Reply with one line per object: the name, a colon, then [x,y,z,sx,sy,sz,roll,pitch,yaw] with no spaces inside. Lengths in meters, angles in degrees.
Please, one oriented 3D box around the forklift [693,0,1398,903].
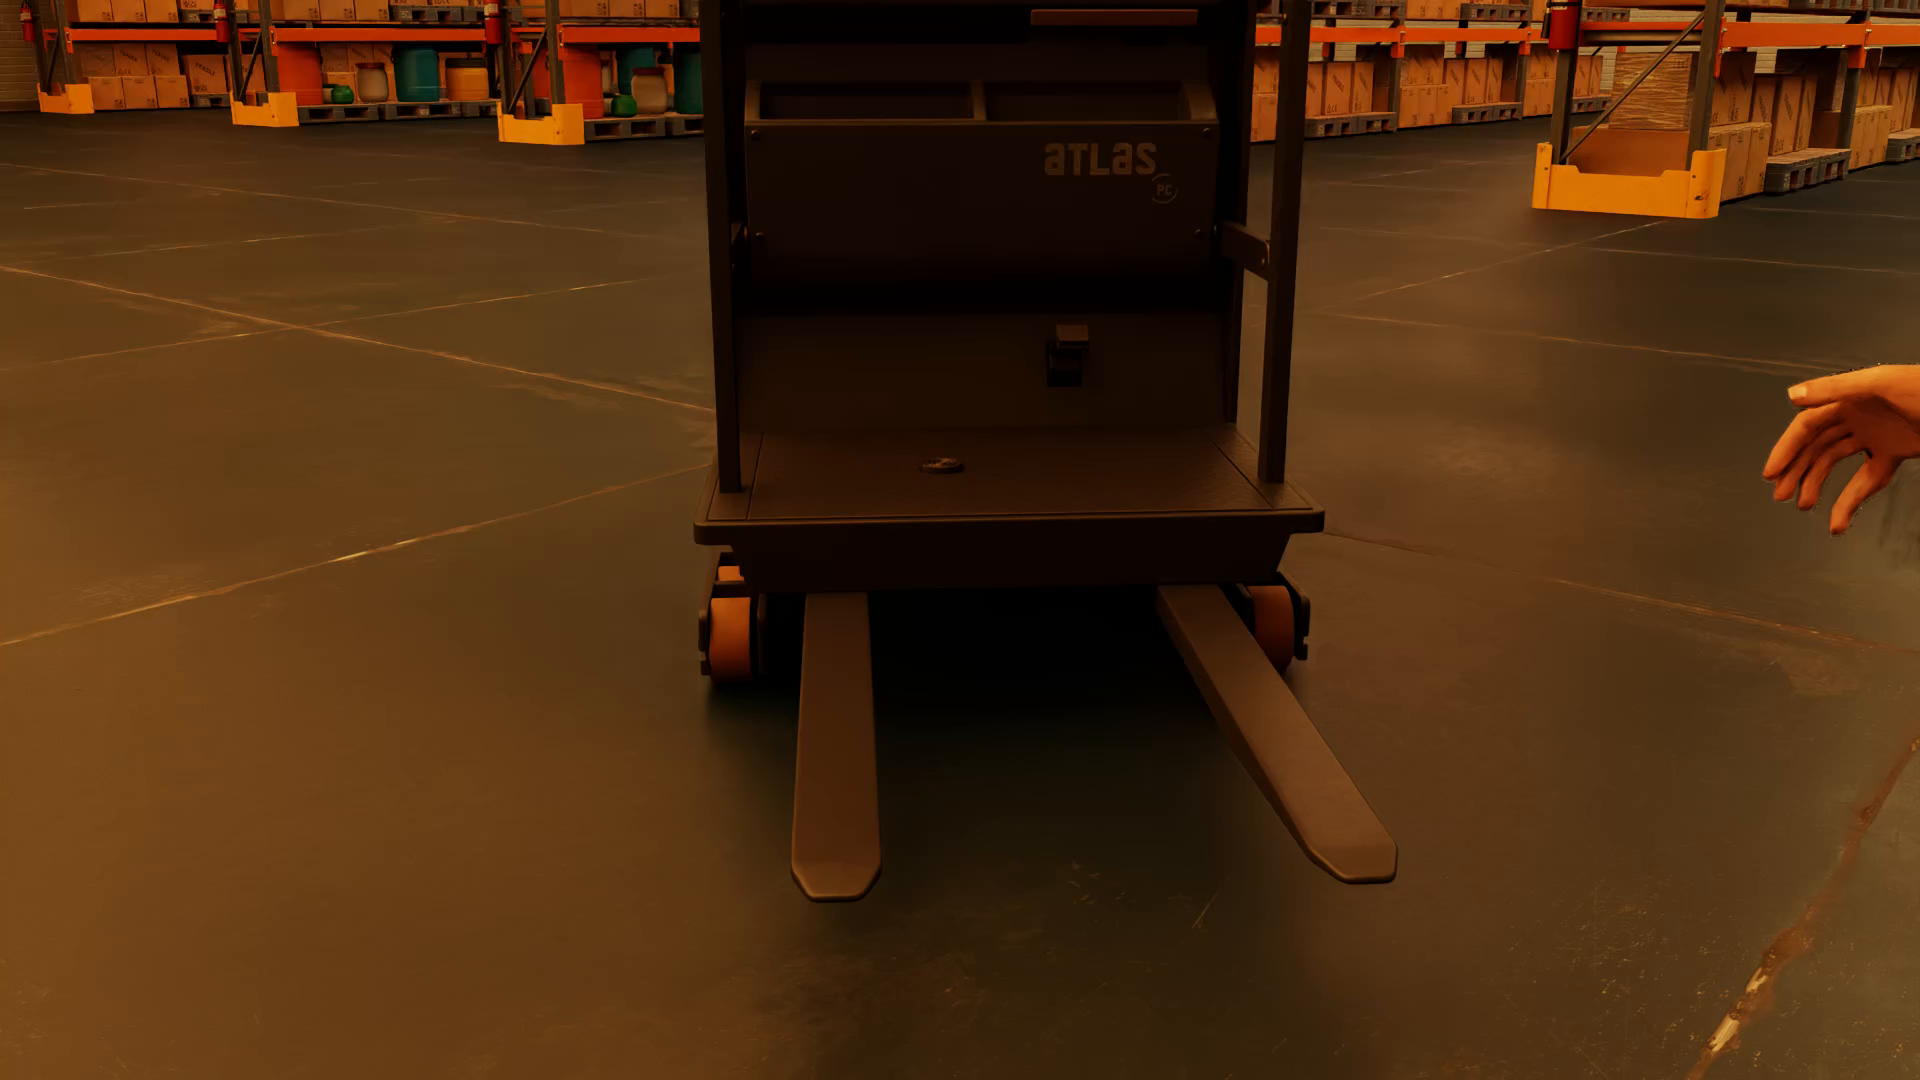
forklift: [0.060,-1.234,2.963,1.130,2.935,3.031,-1,17,-4]
